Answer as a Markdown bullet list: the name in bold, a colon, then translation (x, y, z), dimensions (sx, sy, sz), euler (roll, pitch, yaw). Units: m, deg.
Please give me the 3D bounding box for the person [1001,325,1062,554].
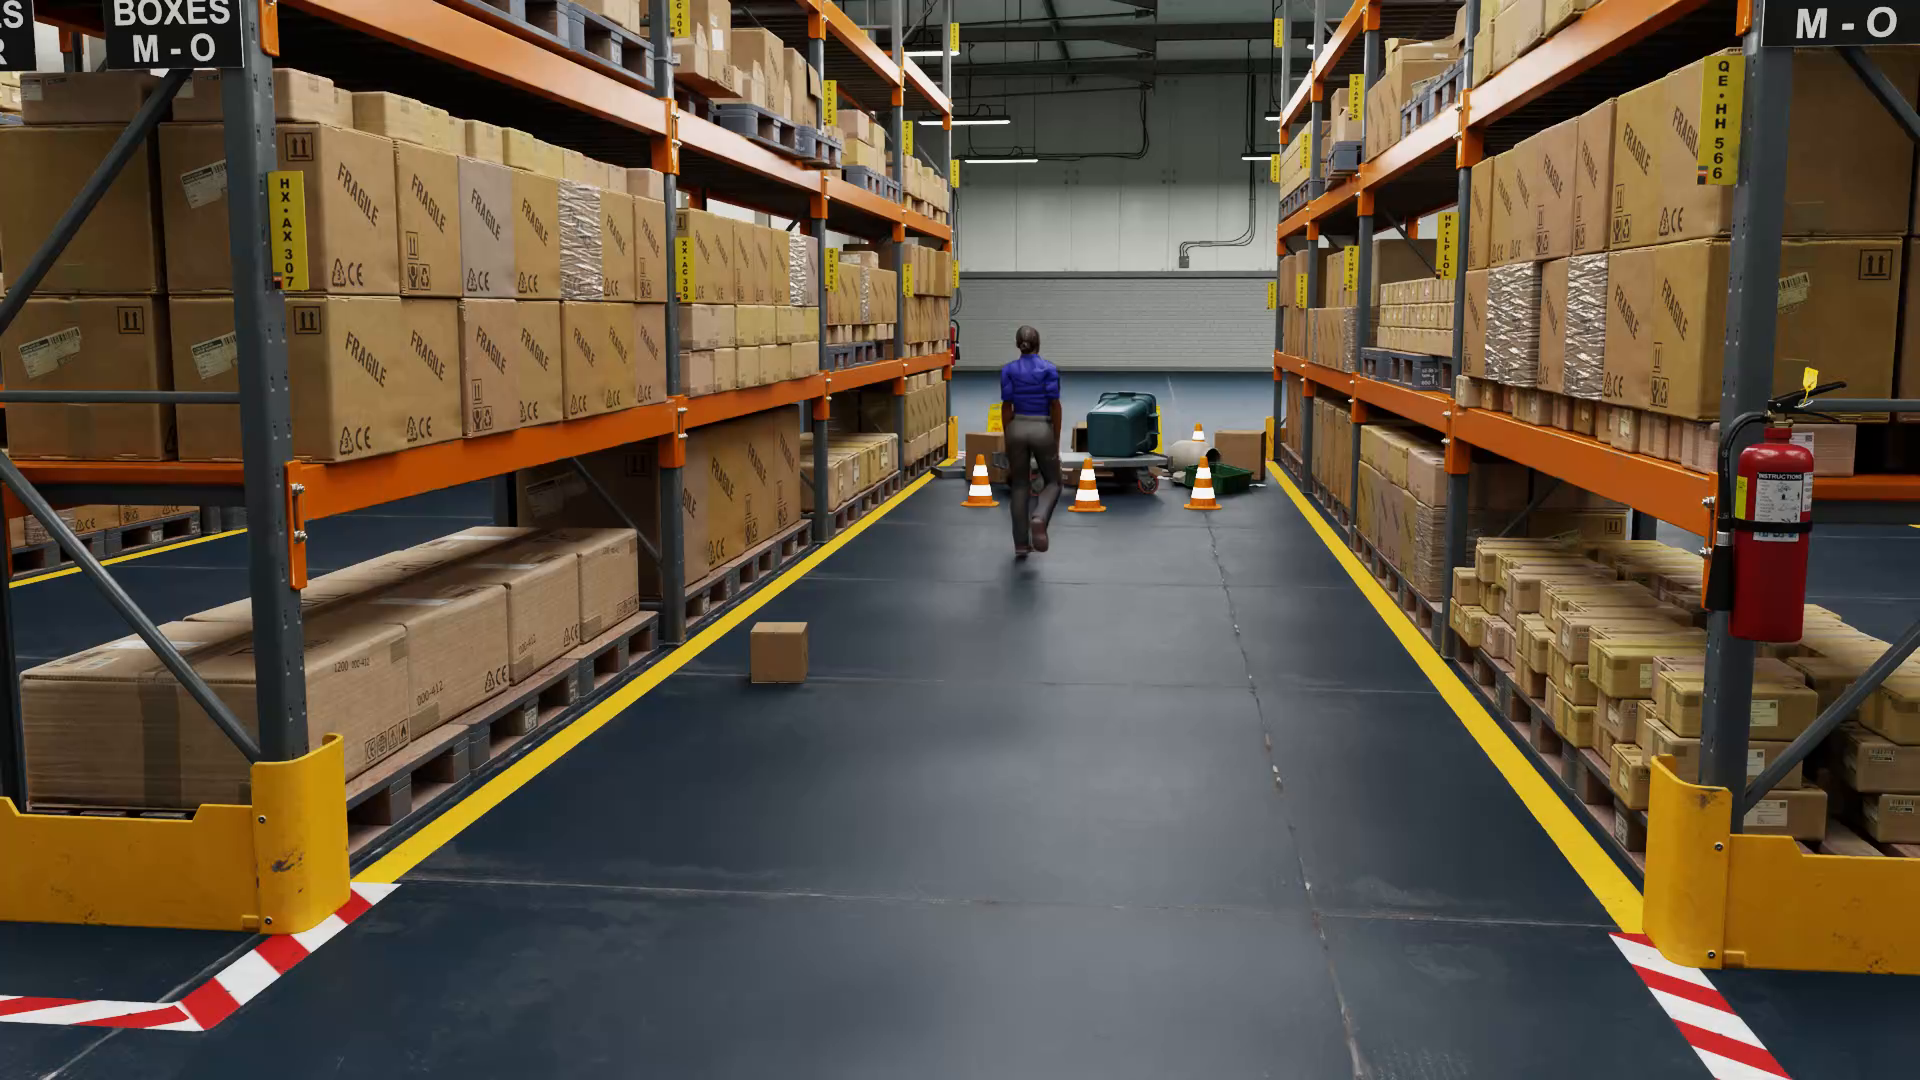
- **person**: translation (0.509, -0.715, 11.928), dimensions (0.445, 1.648, 0.481), euler (2, 8, 11)
